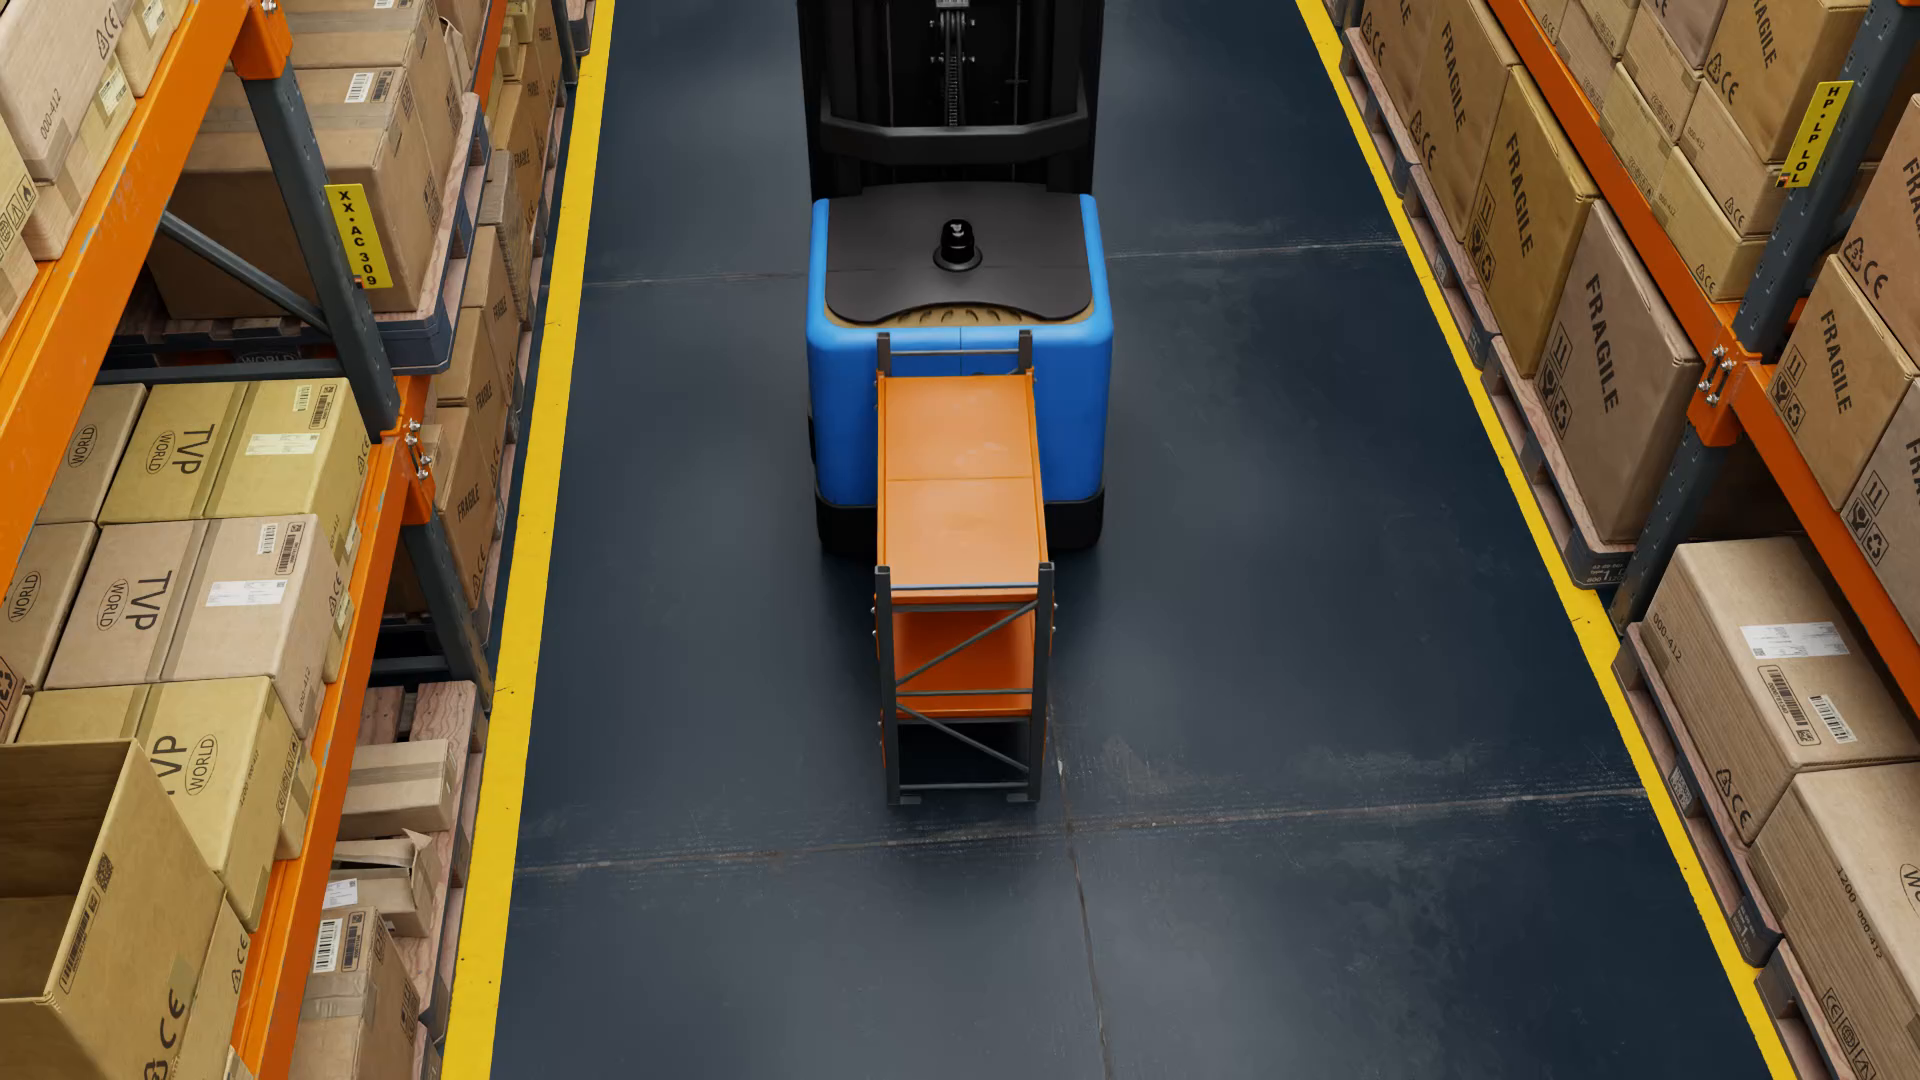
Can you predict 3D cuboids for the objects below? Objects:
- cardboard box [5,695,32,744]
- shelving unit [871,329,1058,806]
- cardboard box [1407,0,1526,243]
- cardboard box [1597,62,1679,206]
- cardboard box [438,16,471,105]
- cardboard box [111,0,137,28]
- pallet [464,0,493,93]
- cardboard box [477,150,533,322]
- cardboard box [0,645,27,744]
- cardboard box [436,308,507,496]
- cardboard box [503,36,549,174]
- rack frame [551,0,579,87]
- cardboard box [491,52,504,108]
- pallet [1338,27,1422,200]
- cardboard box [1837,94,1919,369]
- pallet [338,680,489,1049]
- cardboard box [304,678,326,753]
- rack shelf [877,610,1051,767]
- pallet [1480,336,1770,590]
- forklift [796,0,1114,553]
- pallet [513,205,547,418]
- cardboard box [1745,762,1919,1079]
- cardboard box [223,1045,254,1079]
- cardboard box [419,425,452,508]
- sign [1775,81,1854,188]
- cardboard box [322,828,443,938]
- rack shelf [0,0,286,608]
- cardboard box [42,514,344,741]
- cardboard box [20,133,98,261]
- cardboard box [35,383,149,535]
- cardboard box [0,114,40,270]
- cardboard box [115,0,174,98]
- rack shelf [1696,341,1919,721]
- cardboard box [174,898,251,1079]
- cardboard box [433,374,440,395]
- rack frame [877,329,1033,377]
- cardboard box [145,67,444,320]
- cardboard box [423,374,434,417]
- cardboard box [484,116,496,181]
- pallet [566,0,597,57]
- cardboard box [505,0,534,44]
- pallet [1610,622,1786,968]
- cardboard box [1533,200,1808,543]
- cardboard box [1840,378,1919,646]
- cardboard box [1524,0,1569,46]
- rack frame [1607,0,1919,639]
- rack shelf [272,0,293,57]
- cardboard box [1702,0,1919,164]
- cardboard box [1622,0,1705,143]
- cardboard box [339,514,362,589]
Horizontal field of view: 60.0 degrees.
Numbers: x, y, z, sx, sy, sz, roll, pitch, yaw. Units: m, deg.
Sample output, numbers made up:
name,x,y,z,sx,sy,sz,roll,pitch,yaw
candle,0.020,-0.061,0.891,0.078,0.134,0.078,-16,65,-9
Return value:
name,x,y,z,sx,sy,sz,roll,pitch,yaw
cardboard box,-2.246,0.608,3.506,0.500,0.250,0.500,-3,47,-2
shelving unit,-0.002,0.095,5.385,0.538,1.125,1.048,-1,47,-1
cardboard box,2.548,-1.913,7.170,0.875,0.875,0.875,-3,47,-3
cardboard box,2.508,-1.382,5.596,0.500,0.250,0.500,-4,47,-4
cardboard box,-1.842,-1.578,5.482,0.396,0.266,0.258,-1,47,-1
cardboard box,-1.818,-1.200,3.153,0.500,0.250,0.500,-3,47,-3
pallet,-2.276,-1.873,6.090,1.003,0.211,1.213,-3,47,-3
cardboard box,-2.053,-1.222,6.774,0.500,0.500,0.500,-5,47,-5
cardboard box,-2.249,0.333,3.250,0.500,0.500,0.500,-5,47,-4
cardboard box,-1.979,-0.485,6.076,0.500,0.500,0.500,-4,47,-4
cardboard box,-2.162,-1.975,7.487,0.500,0.500,0.500,-4,47,-4
rack frame,-2.443,-3.346,7.353,1.000,3.000,0.127,-3,47,-3
cardboard box,-2.141,-1.929,6.997,0.380,0.149,0.250,-2,47,-2
pallet,2.494,-2.116,8.109,1.003,0.211,1.213,-3,47,-3
cardboard box,2.636,-0.775,4.160,0.500,0.500,0.500,-3,47,-3
pallet,-2.052,1.004,5.154,1.003,0.211,1.213,-3,47,-3
cardboard box,-1.746,0.415,3.964,0.380,0.149,0.250,-2,47,-2
rack shelf,-0.002,0.263,5.563,0.538,0.278,1.000,-1,47,-1
pallet,2.698,-0.351,6.437,1.003,0.211,1.213,-3,47,-3
forklift,-0.041,-2.017,6.141,1.130,2.935,3.031,-1,47,-1
pallet,-2.319,-0.964,7.017,1.003,0.211,1.213,-3,47,-3
cardboard box,2.859,1.089,4.628,0.875,0.438,0.875,-5,47,-4
cardboard box,-1.628,1.150,3.268,0.380,0.149,0.250,-3,47,-2
cardboard box,-1.873,-0.235,5.392,0.380,0.149,0.250,-1,47,-1
sign,2.298,-1.087,4.470,0.100,0.325,0.005,-3,47,-3
cardboard box,-1.739,0.988,4.842,0.396,0.266,0.258,-2,47,-2
rack shelf,-1.941,0.211,2.413,1.077,0.370,4.000,-3,47,-3
cardboard box,-1.766,0.213,3.881,0.500,0.250,0.500,-3,47,-3
cardboard box,-1.736,-0.604,2.863,0.380,0.149,0.250,-4,47,-3
cardboard box,-2.336,-0.128,4.203,0.500,0.250,0.500,-4,47,-4
cardboard box,-1.733,-0.453,2.446,0.500,0.250,0.500,-3,47,-2
cardboard box,-1.766,-0.977,3.216,0.380,0.149,0.250,-4,47,-3
rack shelf,3.005,0.938,3.791,1.077,0.370,4.000,-3,47,-3
cardboard box,-1.695,0.947,3.185,0.500,0.250,0.500,-5,47,-4
cardboard box,-2.006,-0.616,5.753,0.380,0.149,0.250,-6,47,-5
rack frame,-0.017,-0.274,5.734,0.500,1.125,0.032,-1,47,-1
cardboard box,-1.926,-0.994,4.767,0.700,0.500,0.500,-2,47,-2
cardboard box,-1.943,-0.523,5.460,0.380,0.149,0.250,-6,47,-5
cardboard box,-2.066,-1.550,6.638,0.380,0.149,0.250,-6,47,-5
pallet,-2.473,-2.985,8.931,1.003,0.211,1.213,-3,47,-3
cardboard box,-2.096,-2.316,7.363,0.380,0.149,0.250,-6,47,-5
pallet,2.823,0.758,5.387,1.003,0.211,1.213,-3,47,-3
cardboard box,2.706,-0.613,5.939,0.875,0.875,0.875,-2,47,-2
cardboard box,2.654,-0.071,4.182,0.500,0.500,0.500,-3,47,-3
cardboard box,2.437,-2.122,6.297,0.500,0.250,0.500,-3,47,-3
rack frame,2.838,-0.756,4.900,1.000,3.000,0.127,-3,47,-3
rack shelf,-2.276,-2.683,5.154,1.077,0.370,4.000,-3,47,-3
cardboard box,2.550,-1.442,4.792,0.500,0.500,0.500,-2,47,-2
cardboard box,2.509,-1.542,5.403,0.500,0.250,0.500,-2,47,-2
cardboard box,-1.786,0.037,4.322,0.380,0.149,0.250,-2,47,-2
